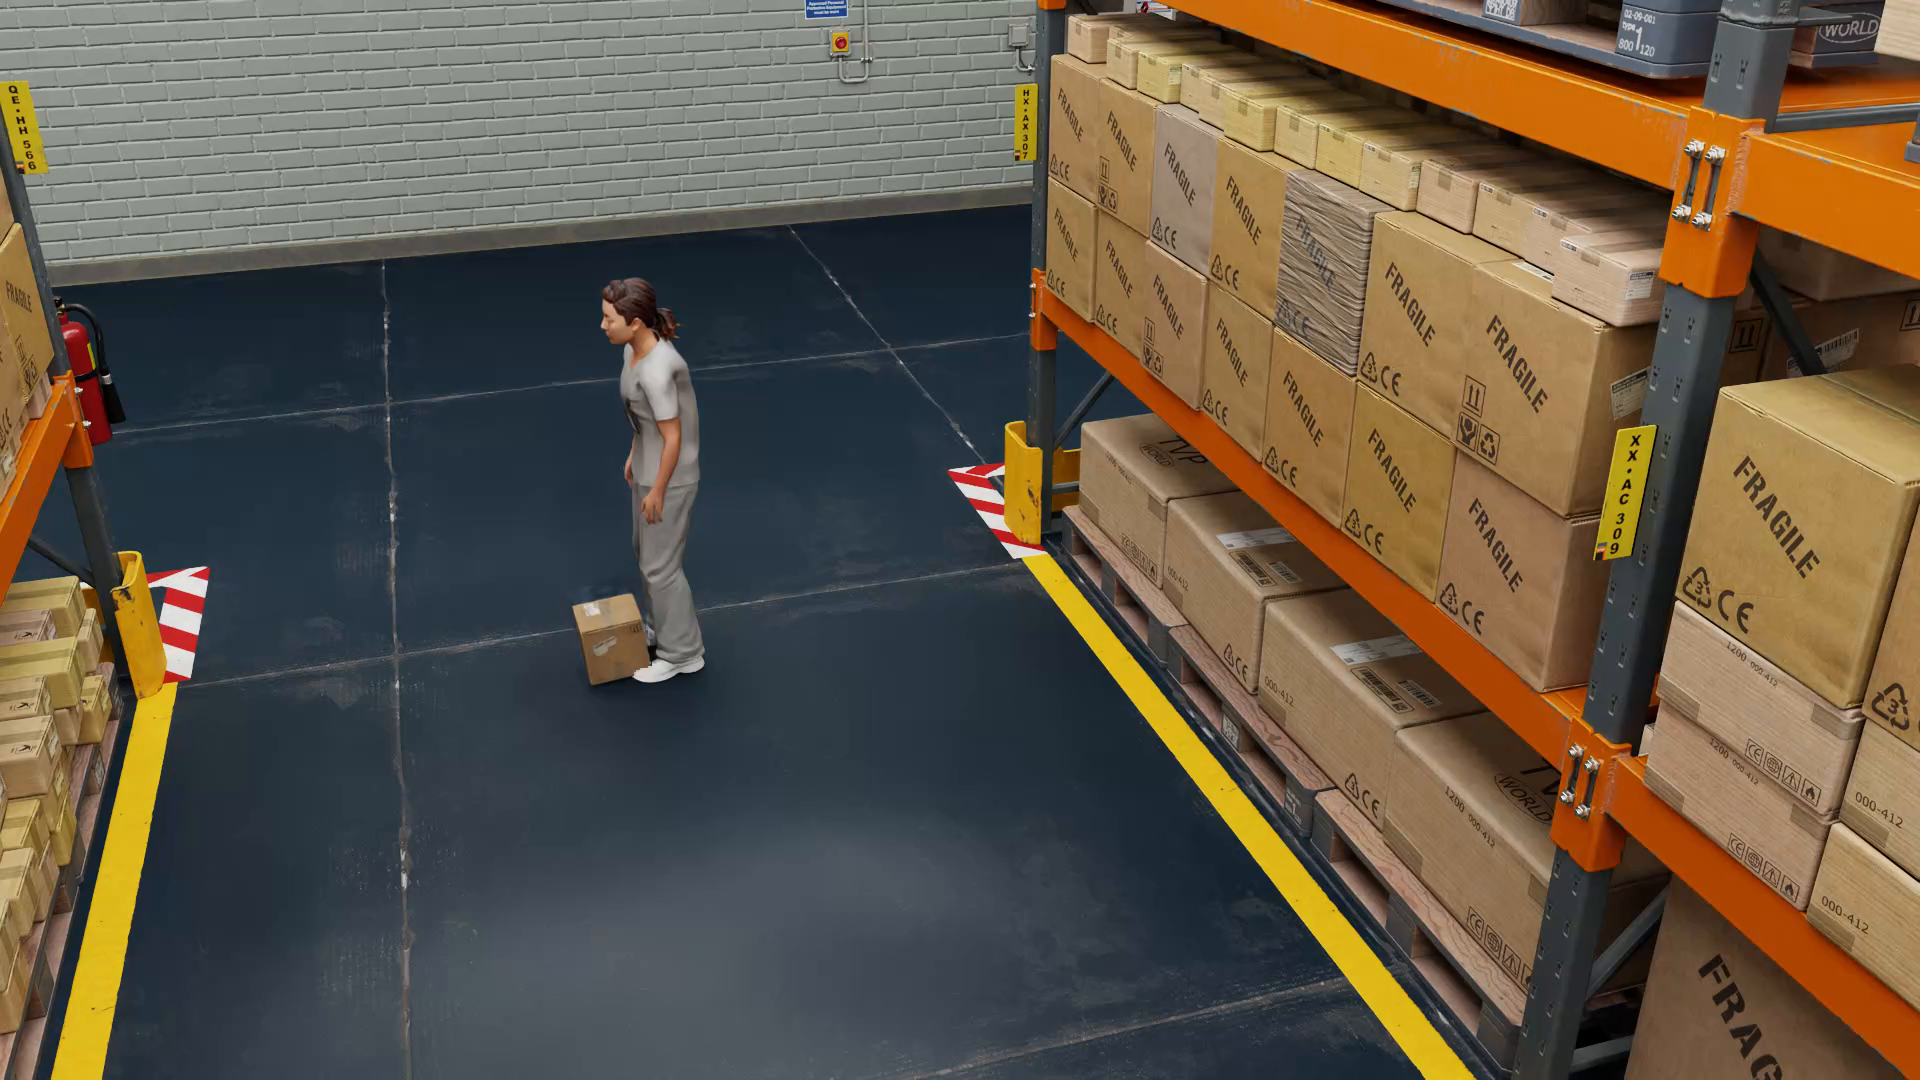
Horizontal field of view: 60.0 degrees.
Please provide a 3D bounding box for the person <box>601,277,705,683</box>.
[{"bbox_3d":[-1.214,-0.245,6.607,0.367,1.673,0.485,-9,28,-18],"label":"person"}]
